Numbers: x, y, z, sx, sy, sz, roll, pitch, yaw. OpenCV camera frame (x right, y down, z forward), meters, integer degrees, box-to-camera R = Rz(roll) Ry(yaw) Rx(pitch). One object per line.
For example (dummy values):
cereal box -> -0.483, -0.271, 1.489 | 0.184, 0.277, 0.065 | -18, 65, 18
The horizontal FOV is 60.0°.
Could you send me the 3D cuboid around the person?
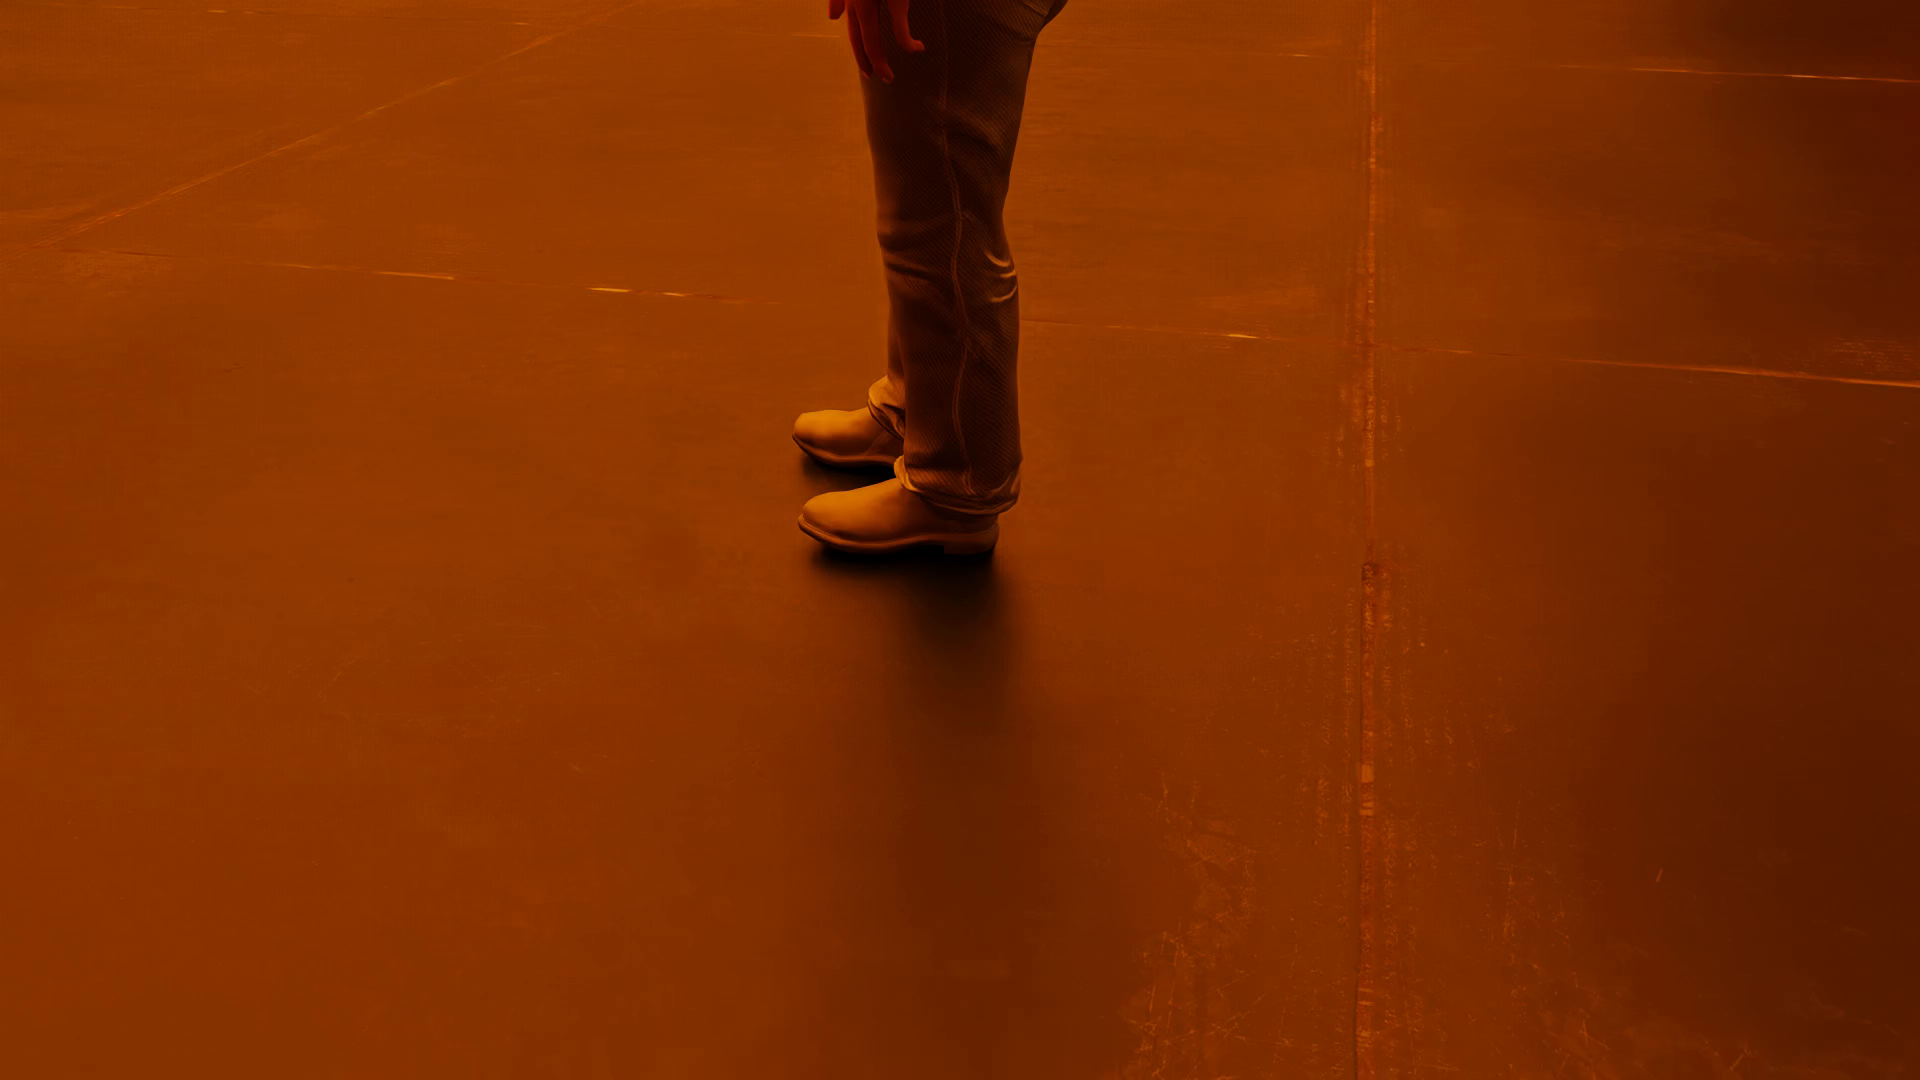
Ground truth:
person -> -0.059, -0.809, 2.116 | 0.567, 1.774, 0.633 | 6, 27, 11
